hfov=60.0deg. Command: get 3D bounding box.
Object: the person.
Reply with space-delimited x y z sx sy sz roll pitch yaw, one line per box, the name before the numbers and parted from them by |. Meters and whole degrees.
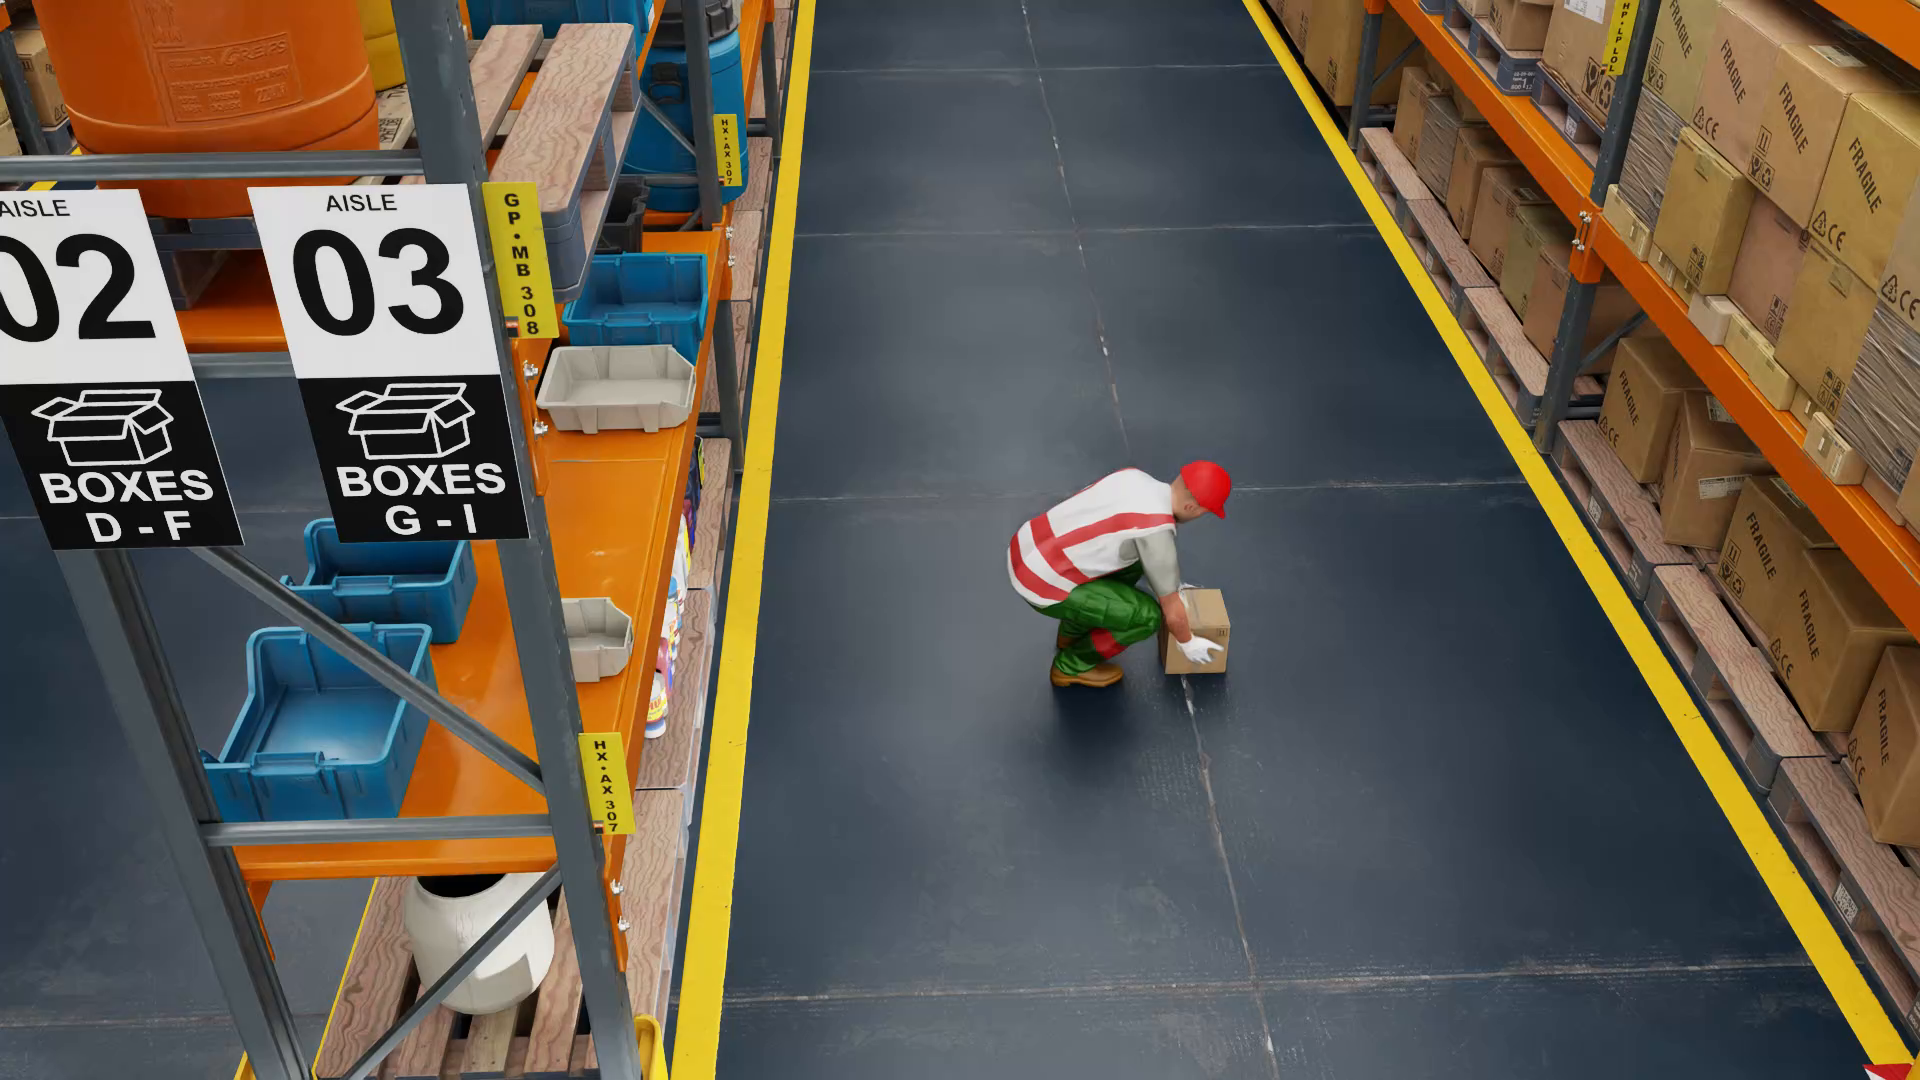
person | 0.631 0.108 6.733 0.886 0.921 0.573 -2 35 -2
